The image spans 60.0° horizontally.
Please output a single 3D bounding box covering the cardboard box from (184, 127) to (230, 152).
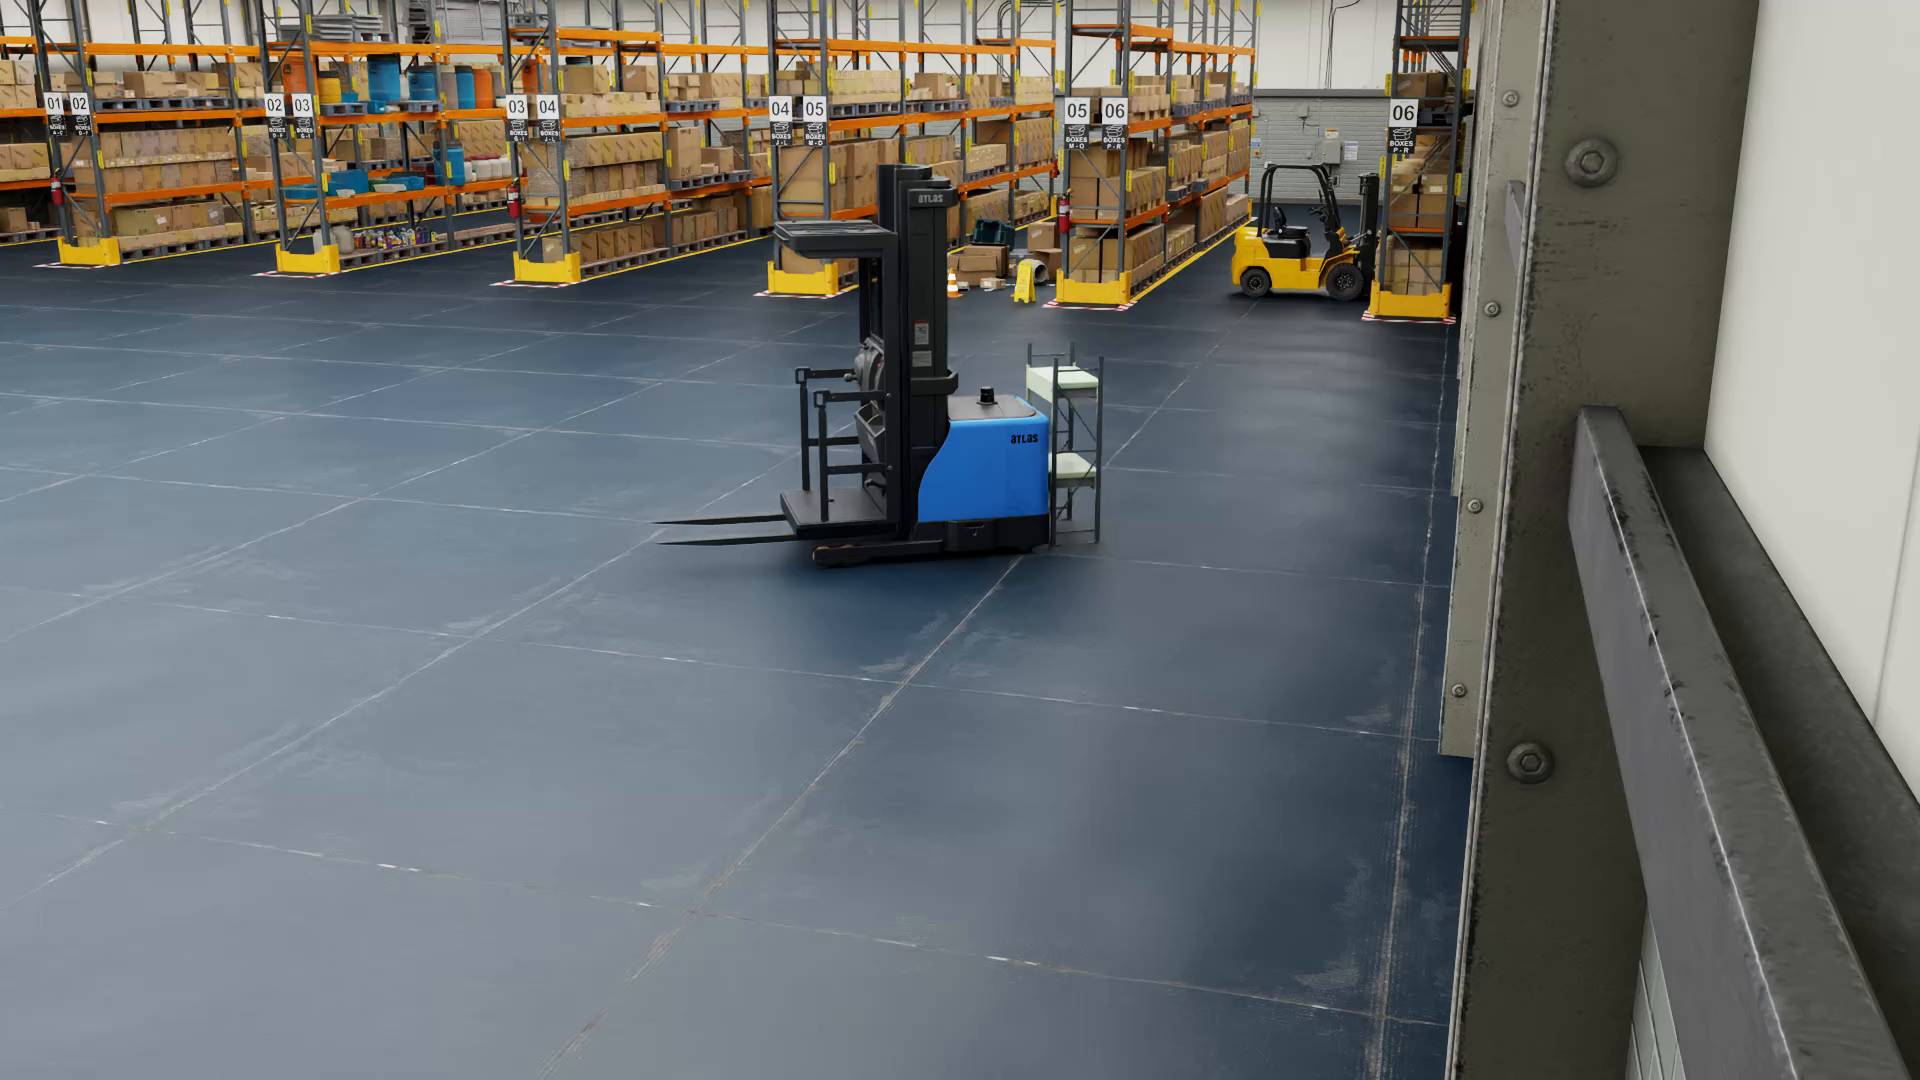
[{"bbox_3d":[-15.847,-8.424,34.972,0.700,0.500,0.500,5,17,16],"label":"cardboard box"}]

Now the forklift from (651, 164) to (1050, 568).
[{"bbox_3d":[-0.873,-1.354,12.732,3.031,2.935,1.130,-4,16,-13],"label":"forklift"}]

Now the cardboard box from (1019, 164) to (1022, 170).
[{"bbox_3d":[1.275,-8.927,39.765,0.380,0.149,0.250,4,16,13],"label":"cardboard box"}]

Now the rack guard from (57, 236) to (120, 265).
[{"bbox_3d":[-16.871,-5.613,32.203,1.175,0.500,0.348,5,16,16],"label":"rack guard"}]

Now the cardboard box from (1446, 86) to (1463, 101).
[{"bbox_3d":[9.208,-8.405,31.290,0.500,0.250,0.500,5,16,16],"label":"cardboard box"}]

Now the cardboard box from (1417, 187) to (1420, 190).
[{"bbox_3d":[7.084,-5.367,26.570,0.500,0.500,0.500,4,16,15],"label":"cardboard box"}]

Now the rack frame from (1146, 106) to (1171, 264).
[{"bbox_3d":[3.271,-6.331,30.152,1.000,3.000,0.127,5,16,16],"label":"rack frame"}]

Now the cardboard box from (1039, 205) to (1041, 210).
[{"bbox_3d":[1.823,-8.367,41.785,0.380,0.149,0.250,5,16,16],"label":"cardboard box"}]

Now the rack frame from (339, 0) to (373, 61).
[{"bbox_3d":[-17.067,-14.277,47.174,1.000,3.000,0.127,5,16,16],"label":"rack frame"}]

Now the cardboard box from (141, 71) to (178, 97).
[{"bbox_3d":[-16.316,-9.210,33.589,0.797,0.503,0.637,7,17,22],"label":"cardboard box"}]

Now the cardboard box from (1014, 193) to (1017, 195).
[{"bbox_3d":[1.196,-8.553,41.352,0.380,0.149,0.250,5,17,18],"label":"cardboard box"}]

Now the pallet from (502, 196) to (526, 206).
[{"bbox_3d":[-12.564,-9.438,46.217,1.003,0.211,1.213,5,16,16],"label":"pallet"}]

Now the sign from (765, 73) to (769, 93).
[{"bbox_3d":[-3.157,-7.518,27.365,0.100,0.325,0.005,5,16,16],"label":"sign"}]

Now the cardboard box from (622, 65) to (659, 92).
[{"bbox_3d":[-6.114,-8.837,31.845,0.500,0.500,0.500,4,16,14],"label":"cardboard box"}]

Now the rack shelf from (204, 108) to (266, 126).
[{"bbox_3d":[-15.159,-9.489,37.107,1.077,0.370,4.000,5,16,16],"label":"rack shelf"}]

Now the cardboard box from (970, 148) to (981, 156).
[{"bbox_3d":[0.249,-8.483,36.339,0.380,0.149,0.250,5,17,18],"label":"cardboard box"}]

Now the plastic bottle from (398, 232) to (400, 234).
[{"bbox_3d":[-11.184,-6.029,33.258,0.061,0.283,0.133,5,16,16],"label":"plastic bottle"}]

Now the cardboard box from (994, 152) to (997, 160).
[{"bbox_3d":[0.626,-8.680,37.582,0.380,0.149,0.250,4,16,14],"label":"cardboard box"}]

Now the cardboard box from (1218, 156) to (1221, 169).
[{"bbox_3d":[5.376,-8.191,36.068,0.500,0.250,0.500,5,17,17],"label":"cardboard box"}]

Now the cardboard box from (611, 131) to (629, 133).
[{"bbox_3d":[-6.602,-7.674,32.325,0.500,0.500,0.500,5,16,16],"label":"cardboard box"}]

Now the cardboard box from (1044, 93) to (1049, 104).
[{"bbox_3d":[1.893,-10.925,41.128,0.500,0.250,0.500,5,16,16],"label":"cardboard box"}]

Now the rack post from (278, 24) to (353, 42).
[{"bbox_3d":[-11.779,-9.270,30.438,0.937,0.300,0.954,7,17,22],"label":"rack post"}]

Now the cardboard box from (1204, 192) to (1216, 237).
[{"bbox_3d":[4.941,-6.964,35.510,0.875,0.875,0.875,5,17,17],"label":"cardboard box"}]

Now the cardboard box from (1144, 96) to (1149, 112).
[{"bbox_3d":[2.808,-7.177,27.370,0.500,0.250,0.500,5,17,18],"label":"cardboard box"}]

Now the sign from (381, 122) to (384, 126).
[{"bbox_3d":[-16.551,-12.016,47.642,0.100,0.325,0.005,5,16,16],"label":"sign"}]

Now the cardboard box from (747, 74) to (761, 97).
[{"bbox_3d":[-4.828,-10.237,37.474,0.500,0.500,0.500,6,17,19],"label":"cardboard box"}]

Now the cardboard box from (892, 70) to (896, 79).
[{"bbox_3d":[-1.374,-8.458,30.200,0.380,0.149,0.250,5,16,16],"label":"cardboard box"}]

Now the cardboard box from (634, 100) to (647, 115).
[{"bbox_3d":[-6.268,-8.195,31.502,0.500,0.250,0.500,5,17,17],"label":"cardboard box"}]

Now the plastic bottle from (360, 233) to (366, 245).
[{"bbox_3d":[-11.877,-5.953,33.005,0.152,0.276,0.135,4,16,14],"label":"plastic bottle"}]

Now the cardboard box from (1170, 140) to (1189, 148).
[{"bbox_3d":[4.213,-7.633,32.056,0.380,0.149,0.250,4,16,13],"label":"cardboard box"}]

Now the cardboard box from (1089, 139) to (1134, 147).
[{"bbox_3d":[2.603,-6.644,28.694,0.700,0.500,0.500,4,16,15],"label":"cardboard box"}]

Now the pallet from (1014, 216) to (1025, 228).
[{"bbox_3d":[0.927,-7.618,39.801,1.003,0.211,1.213,5,16,16],"label":"pallet"}]

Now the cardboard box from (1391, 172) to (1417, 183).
[{"bbox_3d":[6.834,-5.581,25.590,0.380,0.149,0.250,5,16,16],"label":"cardboard box"}]

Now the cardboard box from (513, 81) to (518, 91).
[{"bbox_3d":[-12.360,-12.334,45.180,0.500,0.250,0.500,5,16,16],"label":"cardboard box"}]

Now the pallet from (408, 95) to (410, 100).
[{"bbox_3d":[-13.998,-10.877,41.029,1.213,0.211,1.003,5,16,16],"label":"pallet"}]

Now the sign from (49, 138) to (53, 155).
[{"bbox_3d":[-17.380,-7.539,31.855,0.100,0.325,0.005,5,16,16],"label":"sign"}]

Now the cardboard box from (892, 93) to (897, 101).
[{"bbox_3d":[-1.372,-8.075,30.311,0.380,0.149,0.250,5,17,17],"label":"cardboard box"}]

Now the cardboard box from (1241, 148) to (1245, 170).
[{"bbox_3d":[6.504,-9.106,39.754,0.500,0.500,0.500,5,17,17],"label":"cardboard box"}]

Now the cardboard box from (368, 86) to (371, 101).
[{"bbox_3d":[-14.354,-10.656,39.722,0.910,0.500,0.500,5,16,16],"label":"cardboard box"}]

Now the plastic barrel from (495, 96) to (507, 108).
[{"bbox_3d":[-9.980,-9.556,36.278,0.301,0.262,0.301,0,16,0],"label":"plastic barrel"}]

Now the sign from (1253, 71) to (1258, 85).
[{"bbox_3d":[7.198,-11.256,40.540,0.100,0.325,0.005,5,16,16],"label":"sign"}]

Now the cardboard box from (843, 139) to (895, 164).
[{"bbox_3d":[-1.686,-7.033,30.375,0.875,0.550,0.550,5,16,16],"label":"cardboard box"}]

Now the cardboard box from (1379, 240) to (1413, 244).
[{"bbox_3d":[7.000,-4.672,26.741,0.500,0.250,0.500,5,17,17],"label":"cardboard box"}]

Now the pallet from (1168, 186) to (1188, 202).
[{"bbox_3d":[3.628,-6.427,30.844,1.003,0.211,1.213,5,16,16],"label":"pallet"}]

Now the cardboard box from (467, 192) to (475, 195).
[{"bbox_3d":[-13.351,-9.247,44.554,0.500,0.311,0.500,5,16,16],"label":"cardboard box"}]

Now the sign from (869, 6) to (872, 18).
[{"bbox_3d":[-2.304,-13.567,42.812,0.100,0.325,0.005,5,16,16],"label":"sign"}]

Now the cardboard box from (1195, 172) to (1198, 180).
[{"bbox_3d":[4.505,-7.209,32.940,0.380,0.149,0.250,4,16,15],"label":"cardboard box"}]

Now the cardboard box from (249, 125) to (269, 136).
[{"bbox_3d":[-18.246,-10.631,43.174,0.500,0.250,0.500,5,17,17],"label":"cardboard box"}]

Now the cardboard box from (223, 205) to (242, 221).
[{"bbox_3d":[-15.887,-7.146,36.267,0.500,0.311,0.500,5,16,16],"label":"cardboard box"}]

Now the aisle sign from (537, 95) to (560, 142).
[{"bbox_3d":[-7.097,-7.264,28.678,0.394,0.787,0.004,5,16,16],"label":"aisle sign"}]

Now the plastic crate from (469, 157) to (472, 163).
[{"bbox_3d":[-10.595,-8.162,36.490,0.402,0.464,0.583,5,16,16],"label":"plastic crate"}]

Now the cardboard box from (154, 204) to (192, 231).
[{"bbox_3d":[-16.069,-6.577,33.916,0.500,0.500,0.500,5,16,16],"label":"cardboard box"}]

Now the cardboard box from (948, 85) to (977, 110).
[{"bbox_3d":[0.051,-9.355,35.133,0.500,0.500,0.500,5,16,16],"label":"cardboard box"}]

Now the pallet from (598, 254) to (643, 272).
[{"bbox_3d":[-6.732,-5.259,31.484,1.003,0.211,1.213,5,16,16],"label":"pallet"}]

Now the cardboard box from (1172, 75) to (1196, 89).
[{"bbox_3d":[4.370,-9.182,33.750,0.797,0.503,0.637,4,16,12],"label":"cardboard box"}]

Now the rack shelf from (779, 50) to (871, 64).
[{"bbox_3d":[-3.388,-12.063,41.420,1.077,0.370,4.000,5,16,16],"label":"rack shelf"}]

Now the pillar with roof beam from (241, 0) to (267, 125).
[{"bbox_3d":[-14.707,-13.147,43.190,9.100,9.000,0.400,5,16,16],"label":"pillar with roof beam"}]

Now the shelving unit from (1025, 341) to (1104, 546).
[{"bbox_3d":[0.826,-0.785,13.350,0.431,1.500,0.755,-4,16,-13],"label":"shelving unit"}]
